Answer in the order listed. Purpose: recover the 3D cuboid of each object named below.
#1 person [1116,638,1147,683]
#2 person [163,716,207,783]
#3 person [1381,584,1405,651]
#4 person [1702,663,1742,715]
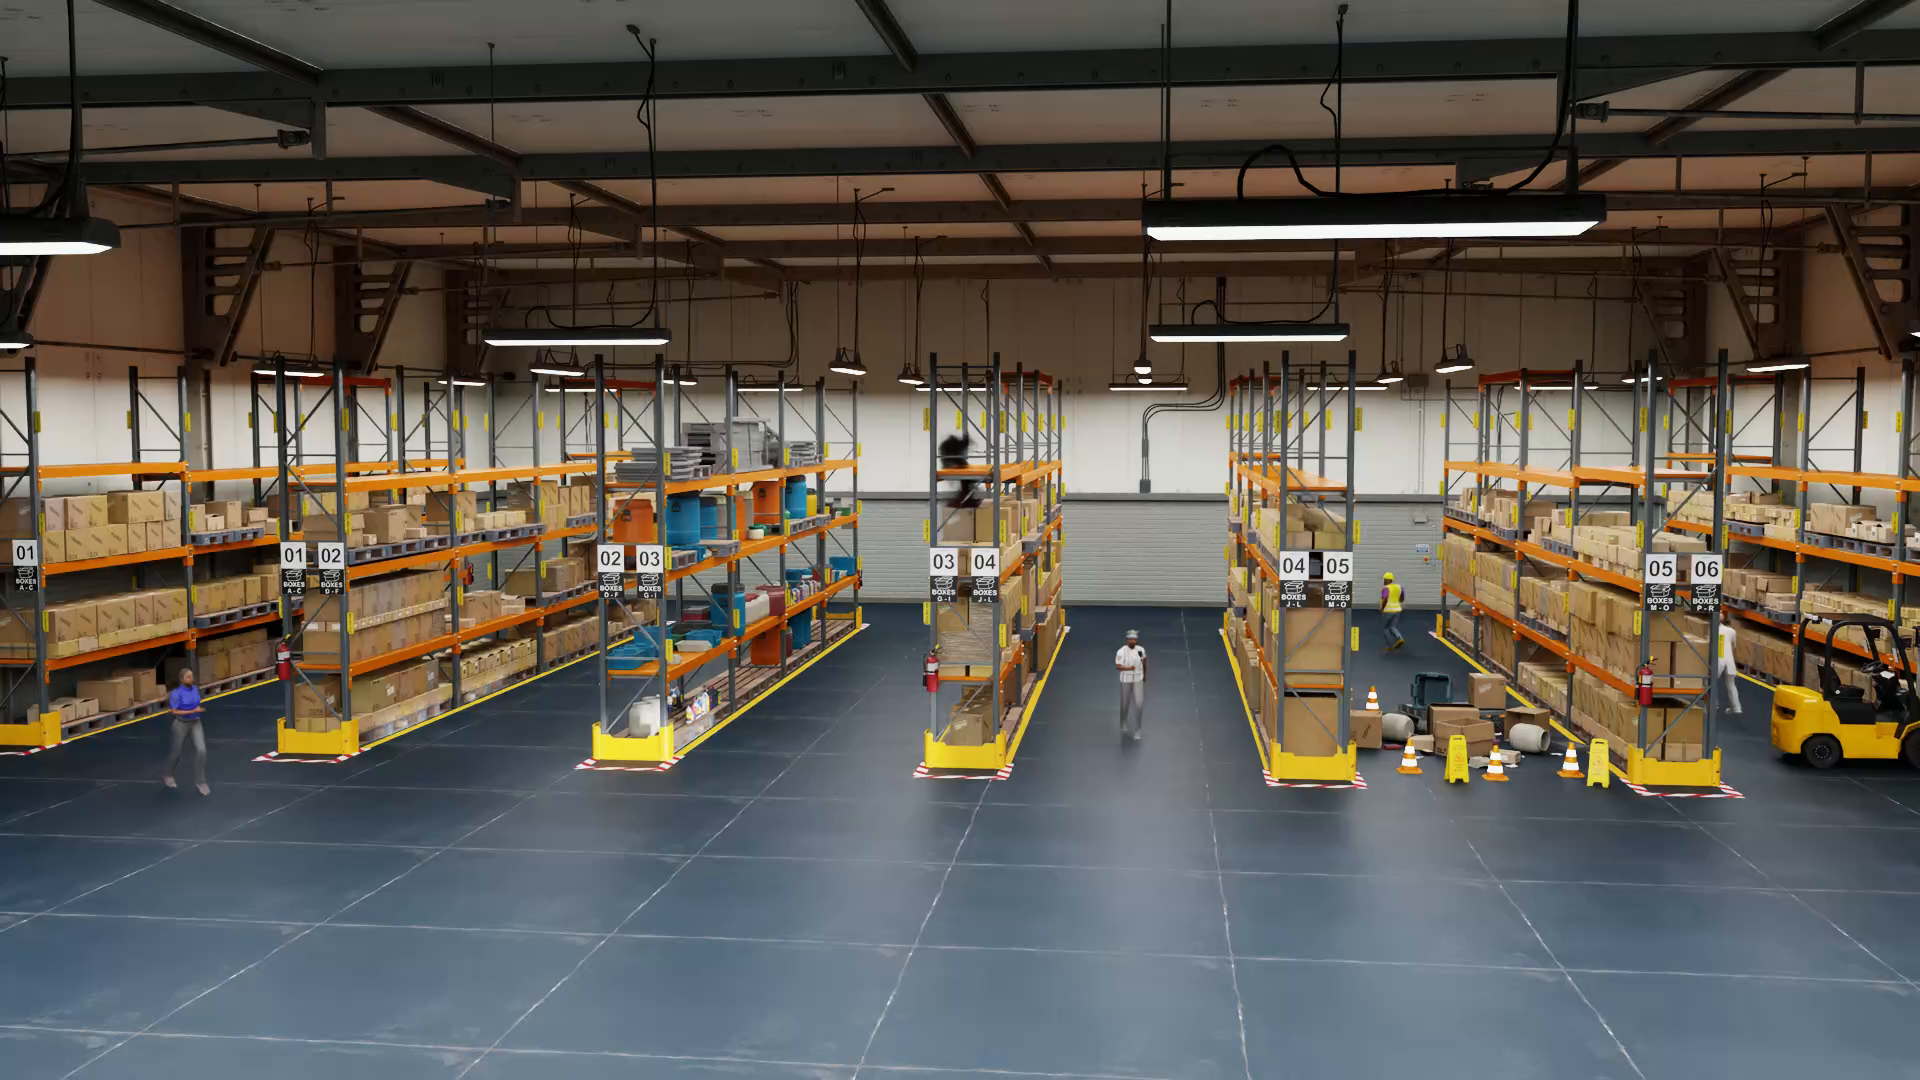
[{"bbox_3d":[2.738,1.878,26.330,0.556,0.844,0.658,0,4,-5],"label":"person"},{"bbox_3d":[-10.396,2.812,22.469,0.421,0.917,0.370,2,5,32],"label":"person"},{"bbox_3d":[9.472,1.712,36.237,0.666,1.484,0.726,-2,4,-21],"label":"person"},{"bbox_3d":[12.998,2.243,28.325,0.390,1.541,0.899,0,4,-4],"label":"person"}]
